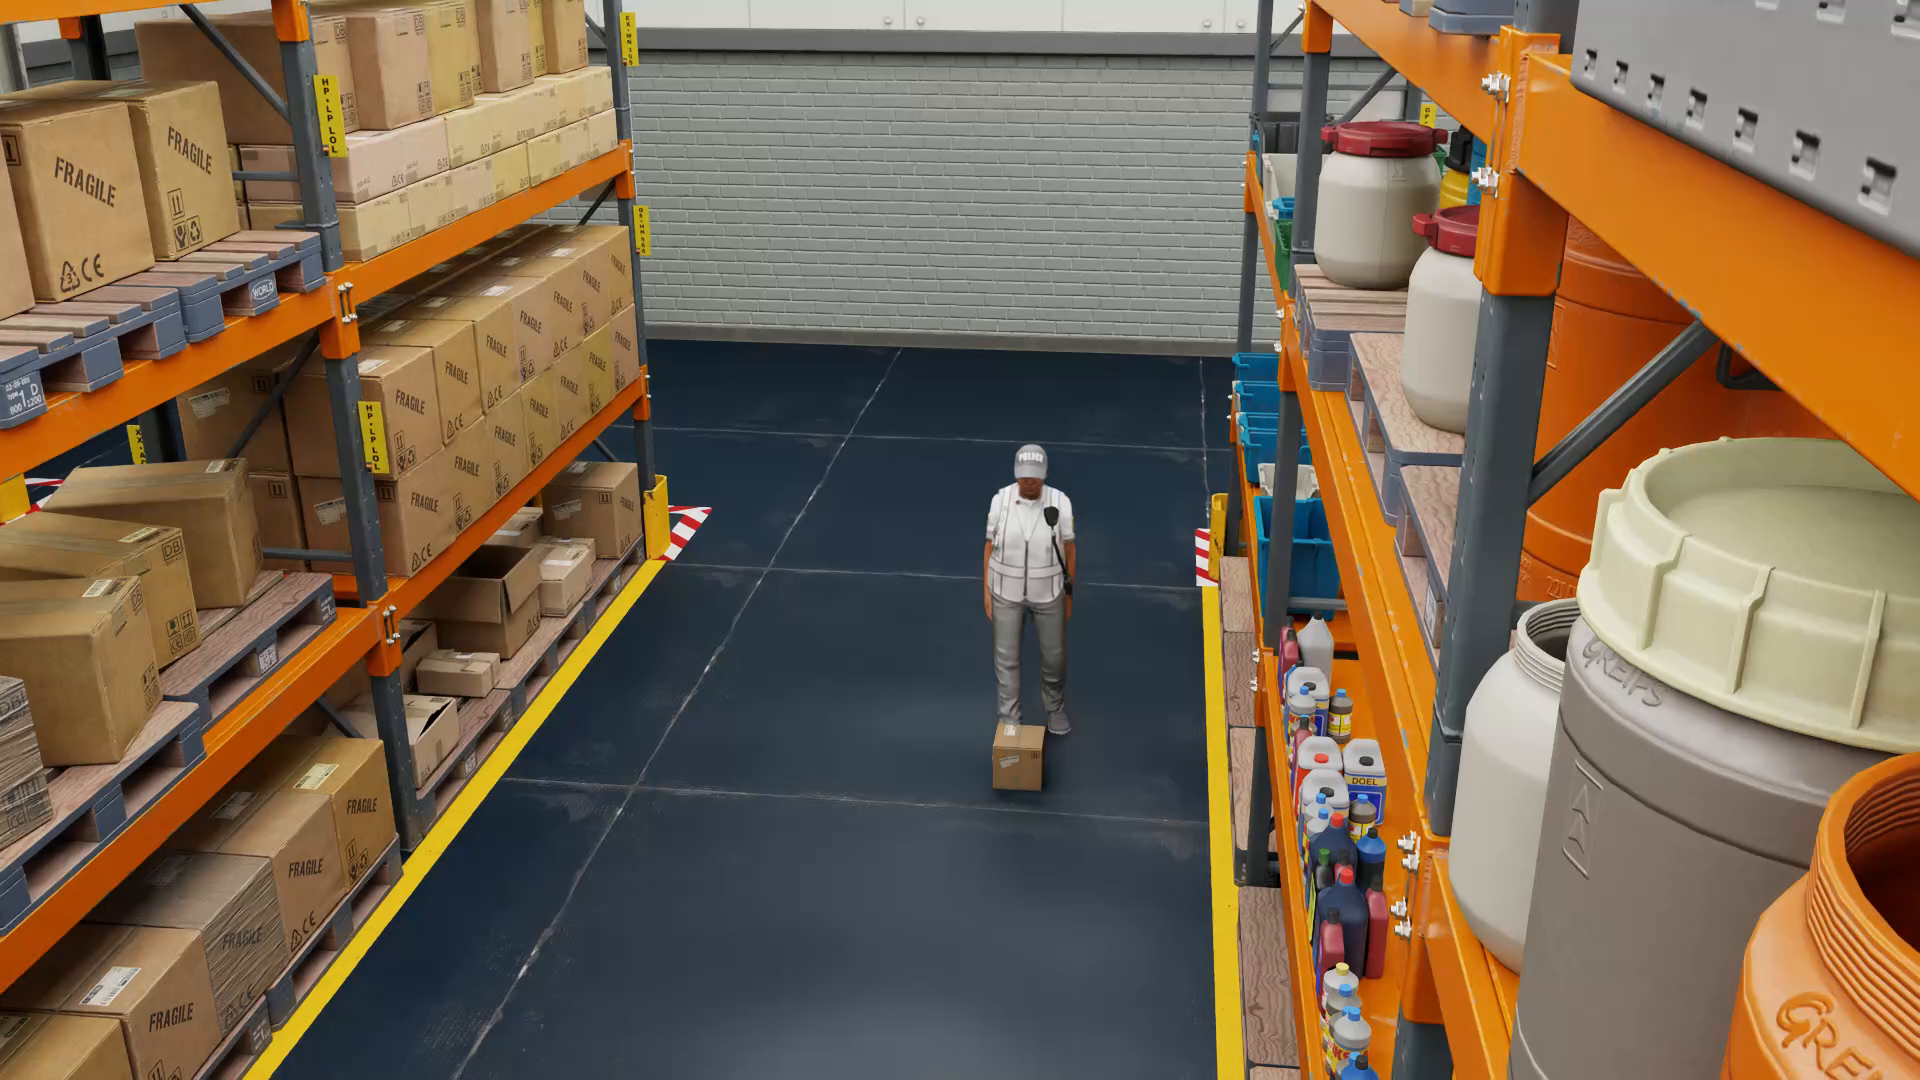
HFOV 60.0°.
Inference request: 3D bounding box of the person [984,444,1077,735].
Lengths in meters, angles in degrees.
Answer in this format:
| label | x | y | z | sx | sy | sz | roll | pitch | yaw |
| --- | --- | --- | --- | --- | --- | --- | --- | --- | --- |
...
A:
| label | x | y | z | sx | sy | sz | roll | pitch | yaw |
| --- | --- | --- | --- | --- | --- | --- | --- | --- | --- |
| person | 0.363 | 0.303 | 8.813 | 0.488 | 1.685 | 0.596 | 3 | 21 | 7 |
